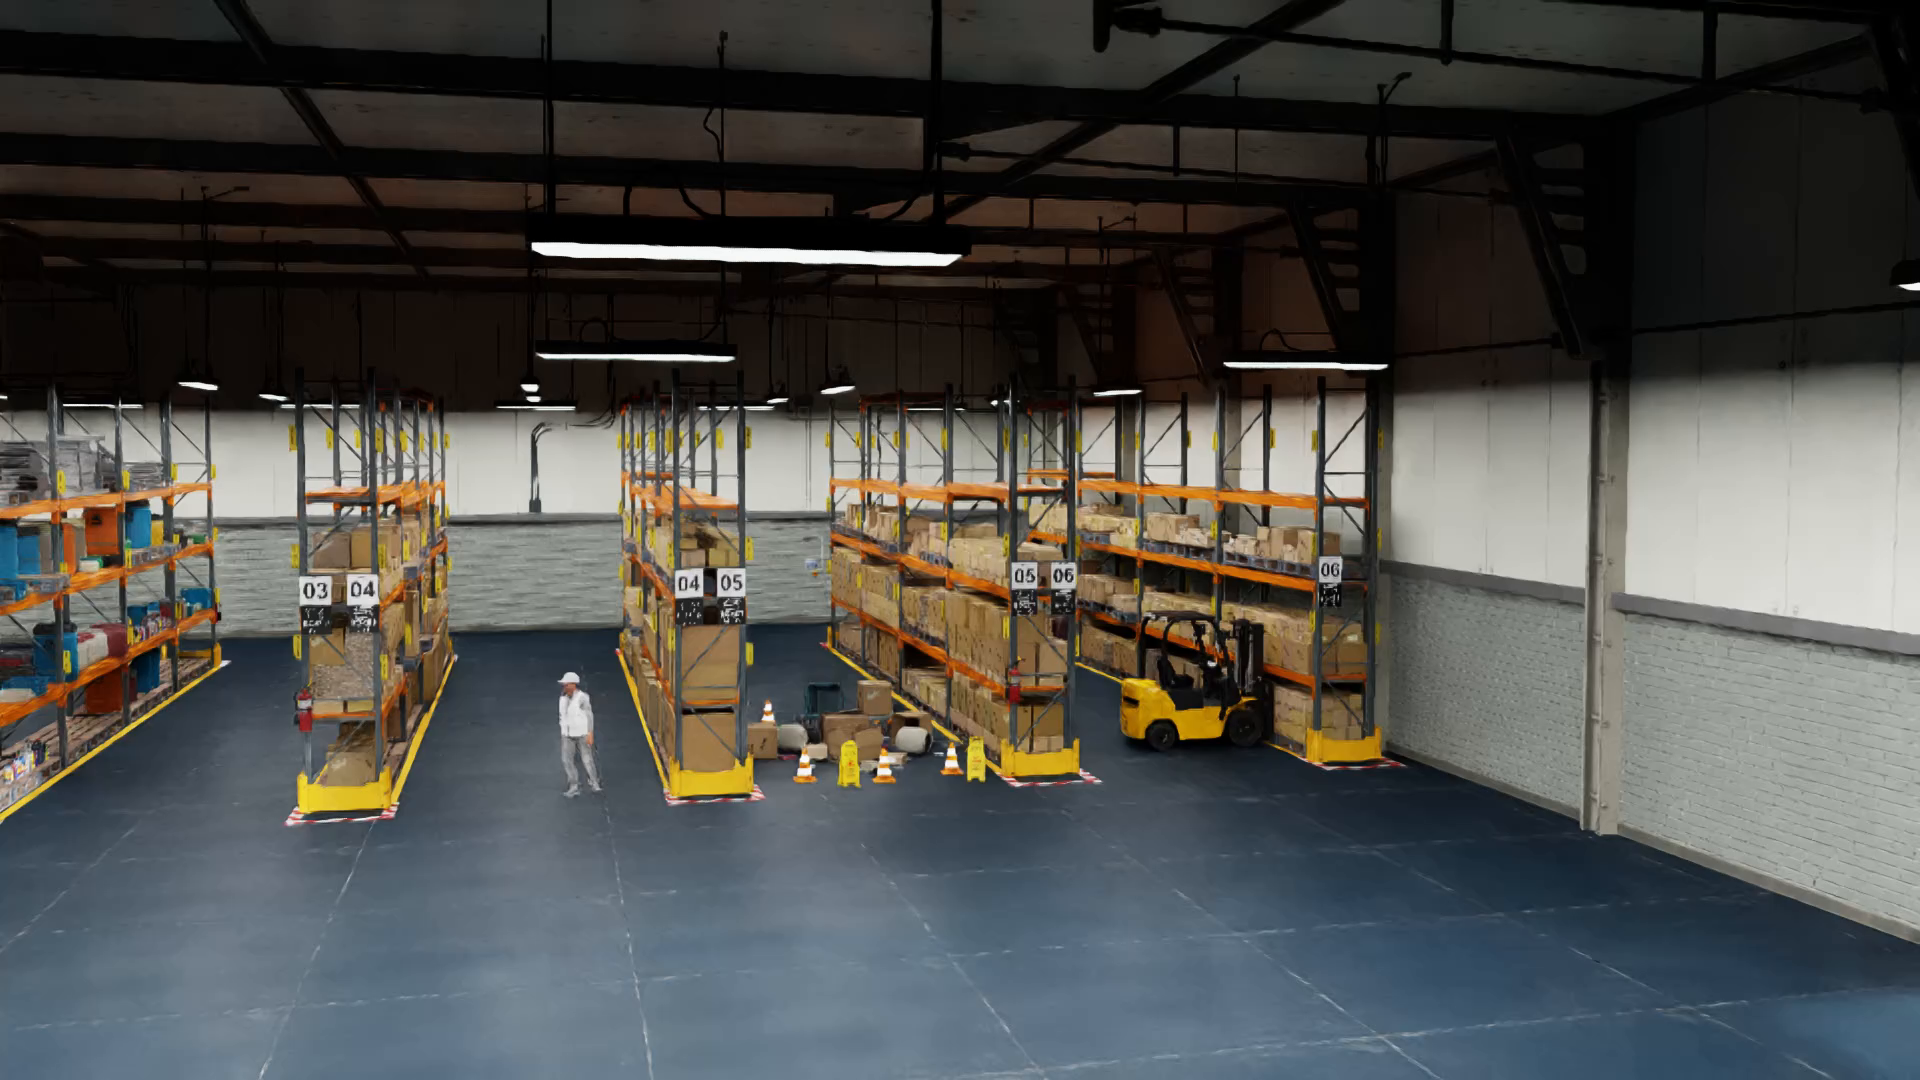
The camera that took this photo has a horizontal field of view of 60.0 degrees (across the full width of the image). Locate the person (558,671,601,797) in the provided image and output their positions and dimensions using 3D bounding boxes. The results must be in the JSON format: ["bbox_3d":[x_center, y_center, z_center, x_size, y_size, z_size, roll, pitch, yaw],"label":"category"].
[{"bbox_3d":[-5.391,2.722,23.532,0.572,1.759,0.563,1,4,22],"label":"person"}]

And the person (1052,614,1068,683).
[{"bbox_3d":[1.962,2.118,33.147,0.632,1.774,0.660,1,3,13],"label":"person"}]
